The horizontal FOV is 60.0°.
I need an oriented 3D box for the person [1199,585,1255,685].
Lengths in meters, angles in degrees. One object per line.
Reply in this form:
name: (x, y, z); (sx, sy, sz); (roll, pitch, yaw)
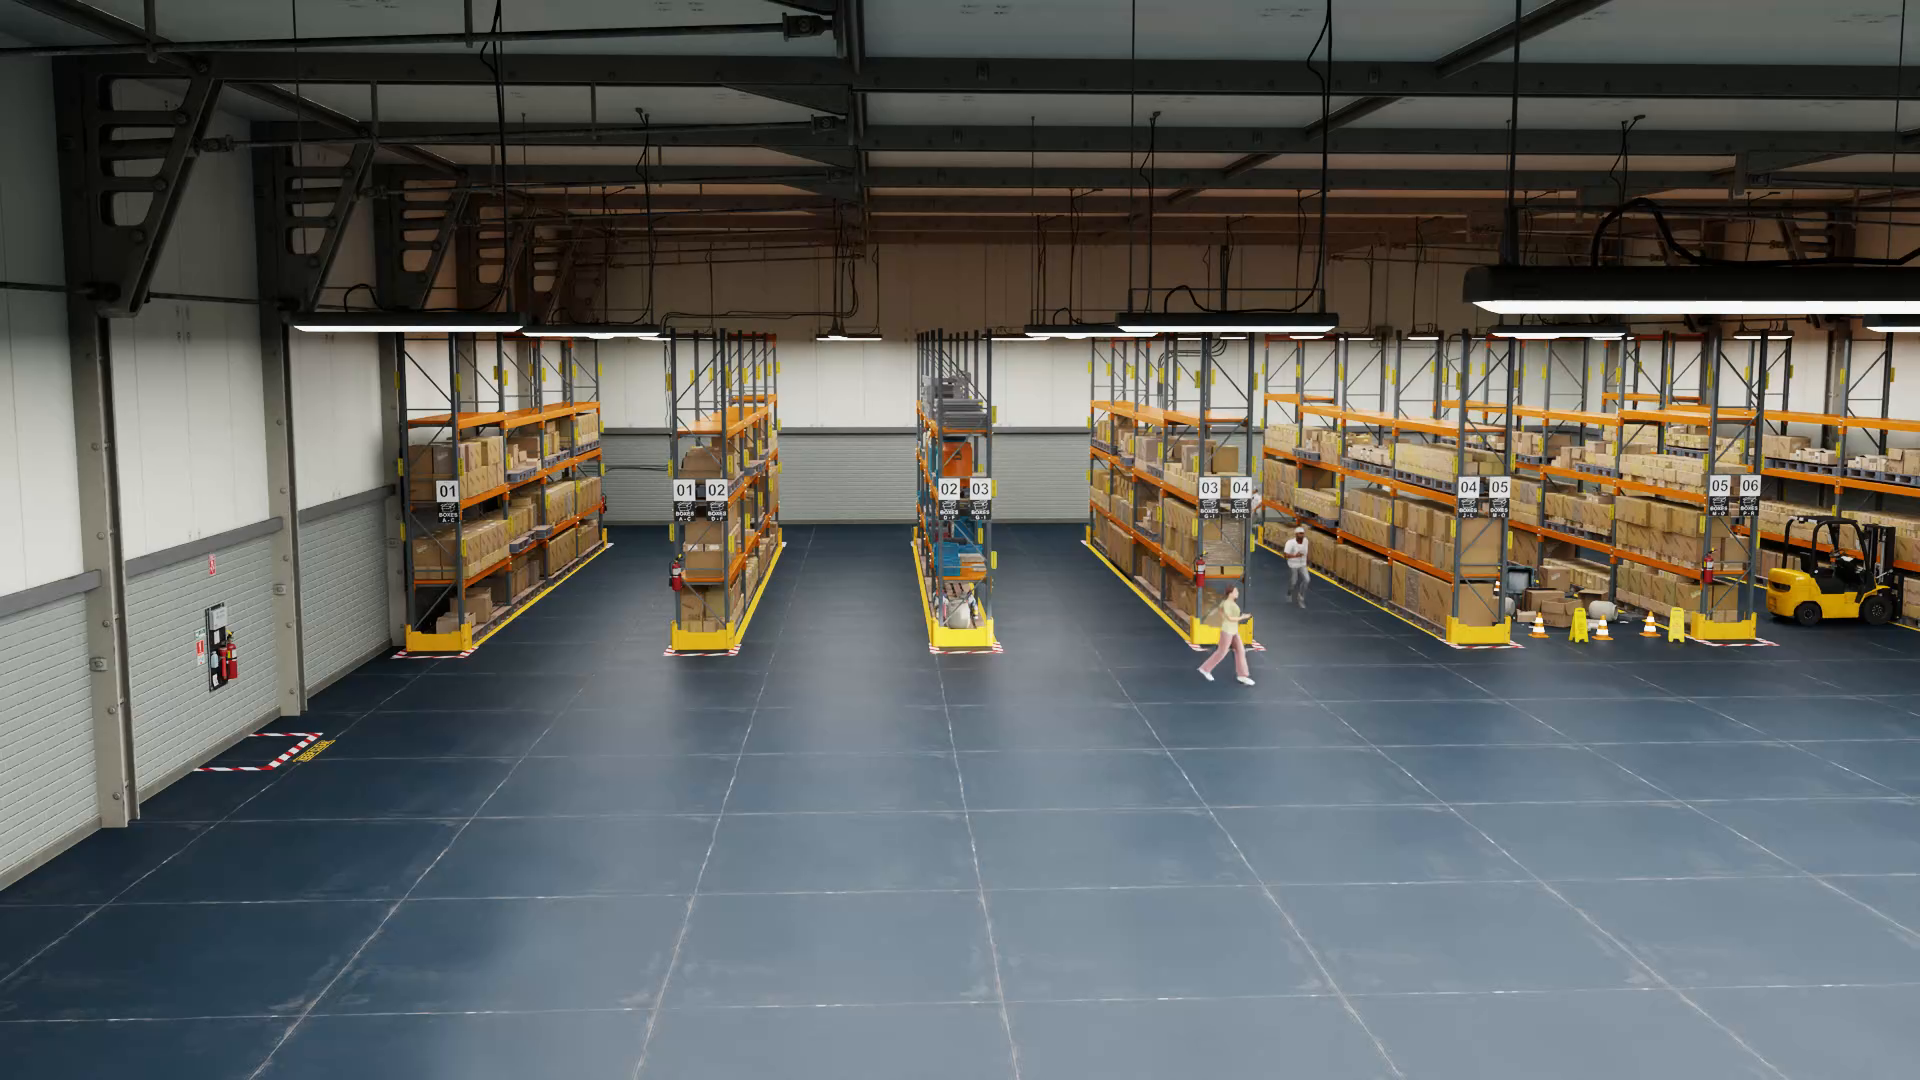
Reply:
person: (4.498, 1.577, 27.954); (0.948, 1.678, 0.562); (3, 7, 22)

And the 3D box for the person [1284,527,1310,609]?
person: (7.340, 0.592, 36.223); (0.729, 1.793, 0.839); (-2, 7, -19)

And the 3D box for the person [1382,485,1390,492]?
person: (12.565, -0.973, 49.314); (1.060, 1.801, 0.719); (0, 7, 2)

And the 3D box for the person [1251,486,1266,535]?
person: (8.718, -0.804, 48.930); (0.648, 1.616, 0.691); (-1, 7, -9)
